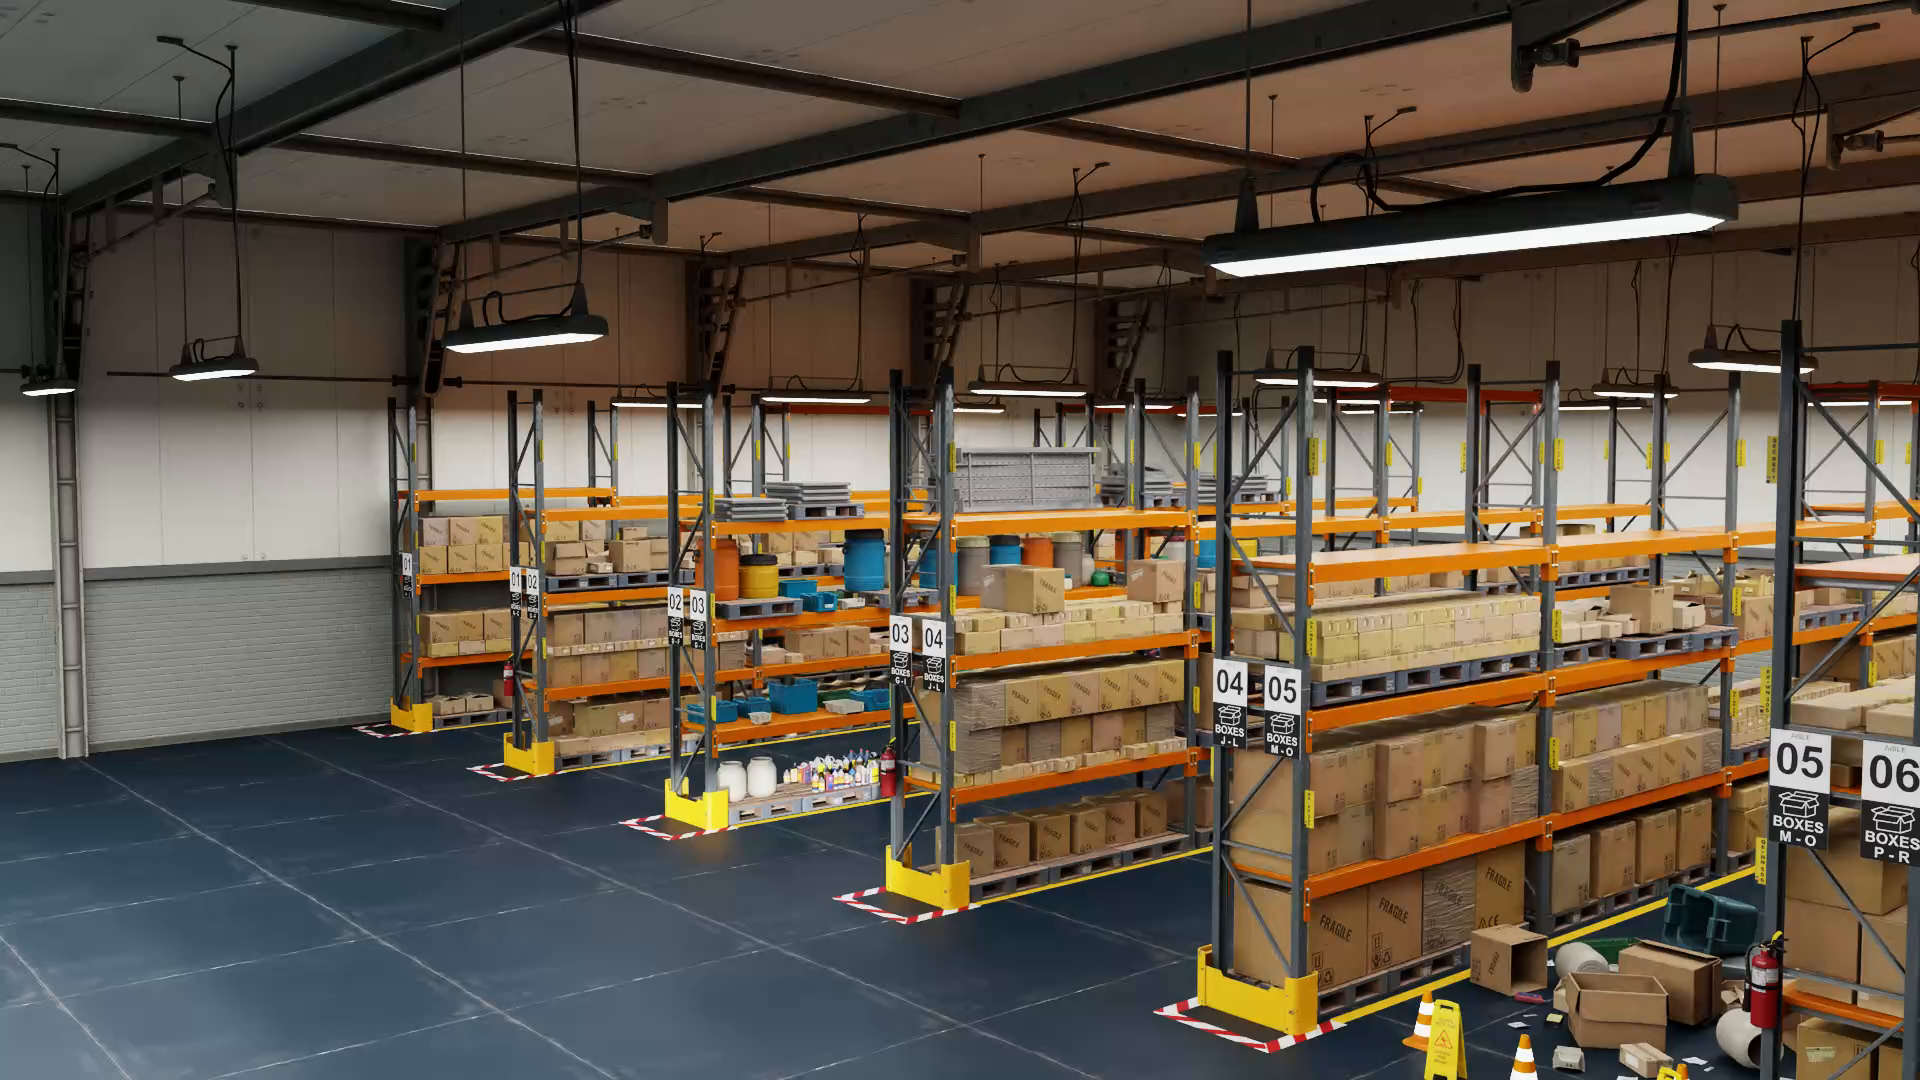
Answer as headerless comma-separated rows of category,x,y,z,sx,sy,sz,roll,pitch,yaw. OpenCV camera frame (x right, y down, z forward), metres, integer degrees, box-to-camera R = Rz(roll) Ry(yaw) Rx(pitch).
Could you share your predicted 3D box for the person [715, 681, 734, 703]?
person,-4.462,2.500,31.099,0.618,1.669,0.890,3,4,38
